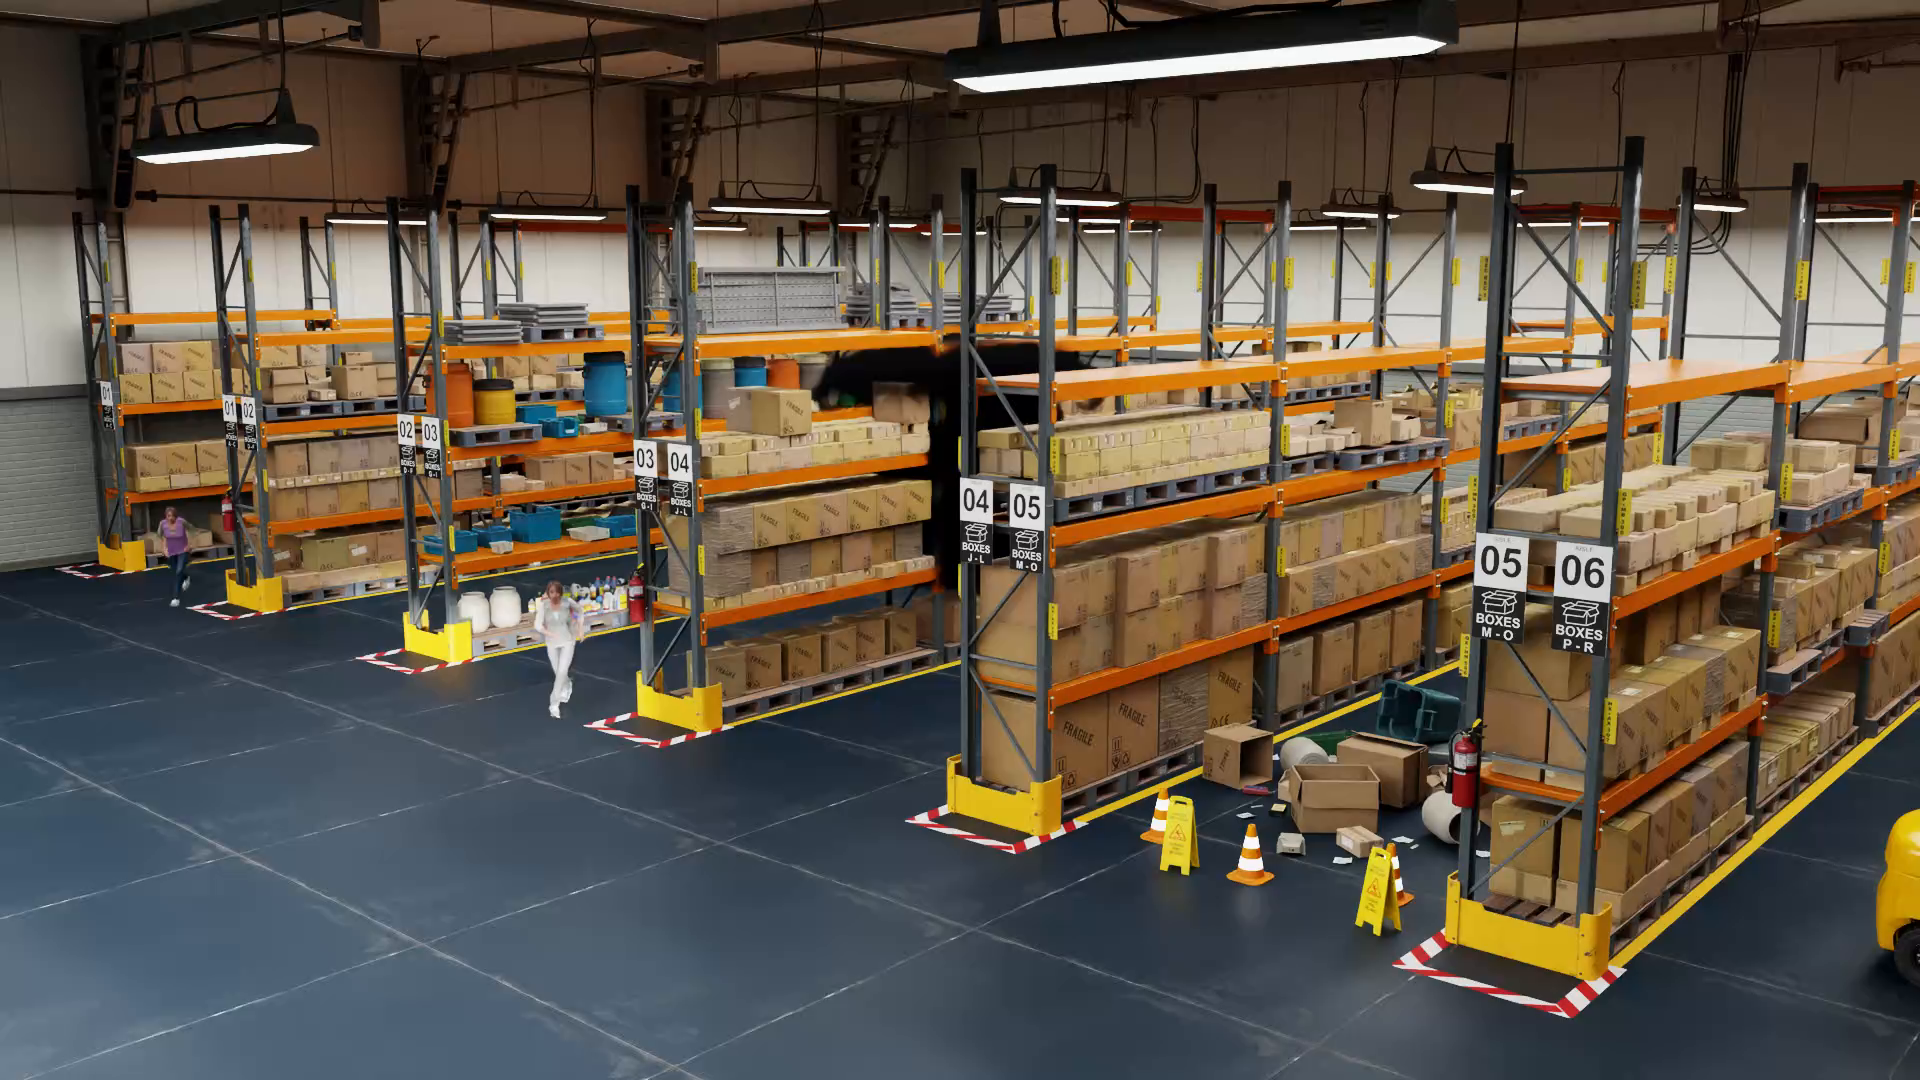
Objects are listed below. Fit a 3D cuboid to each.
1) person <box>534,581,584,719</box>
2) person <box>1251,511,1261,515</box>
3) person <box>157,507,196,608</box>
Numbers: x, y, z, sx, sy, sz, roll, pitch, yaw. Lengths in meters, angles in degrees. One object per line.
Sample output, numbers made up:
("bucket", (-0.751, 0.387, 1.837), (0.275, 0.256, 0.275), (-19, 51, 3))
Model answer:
("person", (-4.621, 1.208, 19.301), (0.528, 1.591, 0.722), (0, 9, 1))
("person", (4.375, 0.369, 24.160), (0.570, 1.639, 0.952), (5, 11, 28))
("person", (-11.969, 0.215, 25.488), (0.553, 1.549, 0.873), (-3, 10, -15))
